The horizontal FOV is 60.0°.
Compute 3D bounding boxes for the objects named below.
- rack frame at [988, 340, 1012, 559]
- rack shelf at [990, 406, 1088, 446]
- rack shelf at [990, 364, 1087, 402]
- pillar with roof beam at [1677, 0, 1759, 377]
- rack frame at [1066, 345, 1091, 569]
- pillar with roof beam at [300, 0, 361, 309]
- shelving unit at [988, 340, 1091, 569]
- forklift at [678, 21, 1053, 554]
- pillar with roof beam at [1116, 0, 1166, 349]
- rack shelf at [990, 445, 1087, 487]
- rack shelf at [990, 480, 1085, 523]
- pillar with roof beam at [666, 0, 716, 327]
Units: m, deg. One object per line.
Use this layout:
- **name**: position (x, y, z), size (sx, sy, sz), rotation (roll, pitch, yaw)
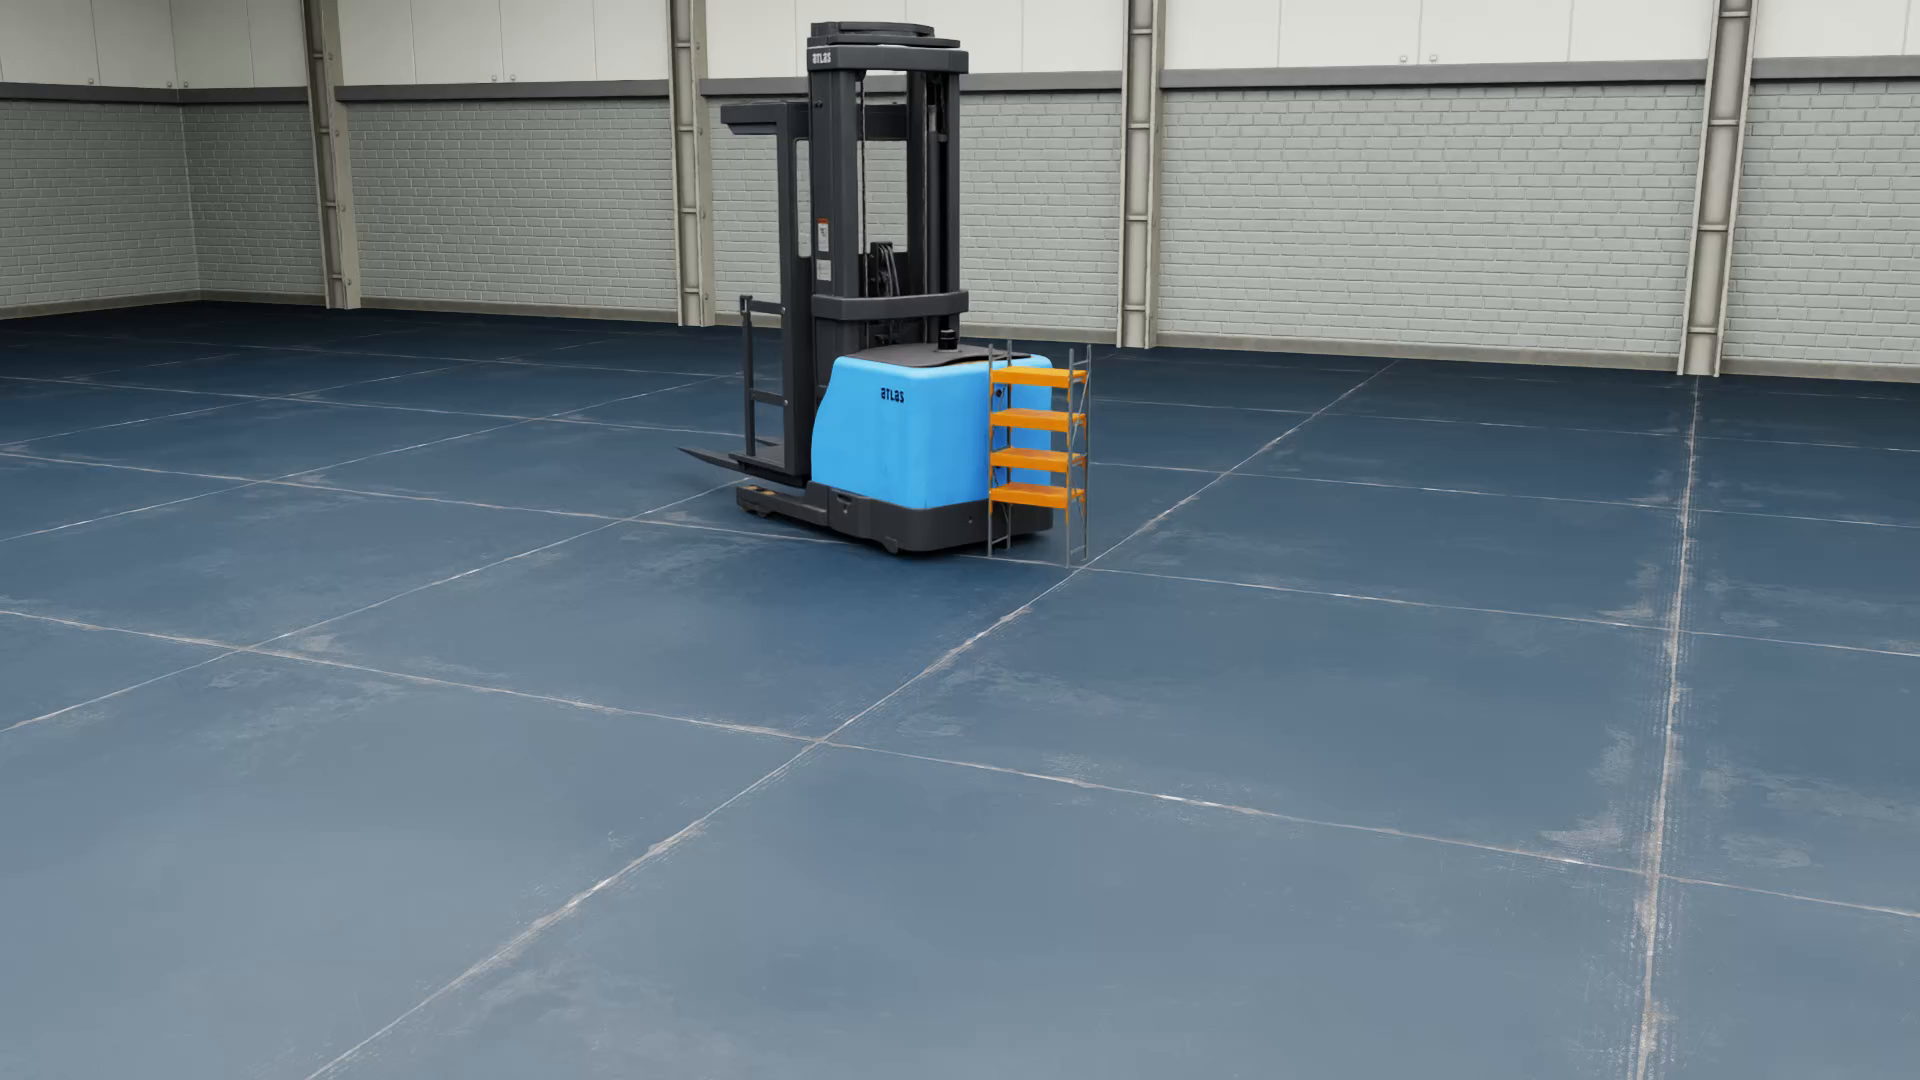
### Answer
- **rack frame**: position (0.222, -0.503, 9.274), size (0.015, 1.200, 0.240), rotation (7, 15, 29)
- **rack shelf**: position (0.434, -0.628, 9.121), size (0.480, 0.148, 0.258), rotation (7, 15, 29)
- **rack shelf**: position (0.434, -0.858, 9.067), size (0.480, 0.148, 0.258), rotation (7, 15, 29)
- **pillar with roof beam**: position (5.797, -5.179, 12.126), size (0.400, 9.000, 9.100), rotation (6, 14, 23)
- **rack frame**: position (0.646, -0.448, 9.039), size (0.015, 1.200, 0.240), rotation (7, 15, 29)
- **pillar with roof beam**: position (-10.661, -6.844, 19.224), size (0.400, 9.000, 9.100), rotation (6, 14, 23)
- **shelving unit**: position (0.434, -0.476, 9.156), size (0.503, 1.200, 0.258), rotation (7, 15, 29)
- **forklift**: position (-0.760, -1.629, 10.279), size (1.130, 2.935, 3.031), rotation (-10, 17, -37)
- **pillar with roof beam**: position (0.311, -5.734, 14.492), size (0.400, 9.000, 9.100), rotation (6, 14, 23)
- **rack shelf**: position (0.434, -0.410, 9.172), size (0.480, 0.148, 0.258), rotation (7, 15, 29)
- **rack shelf**: position (0.434, -0.217, 9.217), size (0.480, 0.148, 0.258), rotation (7, 15, 29)
- **pillar with roof beam**: position (-5.175, -6.289, 16.858), size (0.400, 9.000, 9.100), rotation (6, 14, 23)
